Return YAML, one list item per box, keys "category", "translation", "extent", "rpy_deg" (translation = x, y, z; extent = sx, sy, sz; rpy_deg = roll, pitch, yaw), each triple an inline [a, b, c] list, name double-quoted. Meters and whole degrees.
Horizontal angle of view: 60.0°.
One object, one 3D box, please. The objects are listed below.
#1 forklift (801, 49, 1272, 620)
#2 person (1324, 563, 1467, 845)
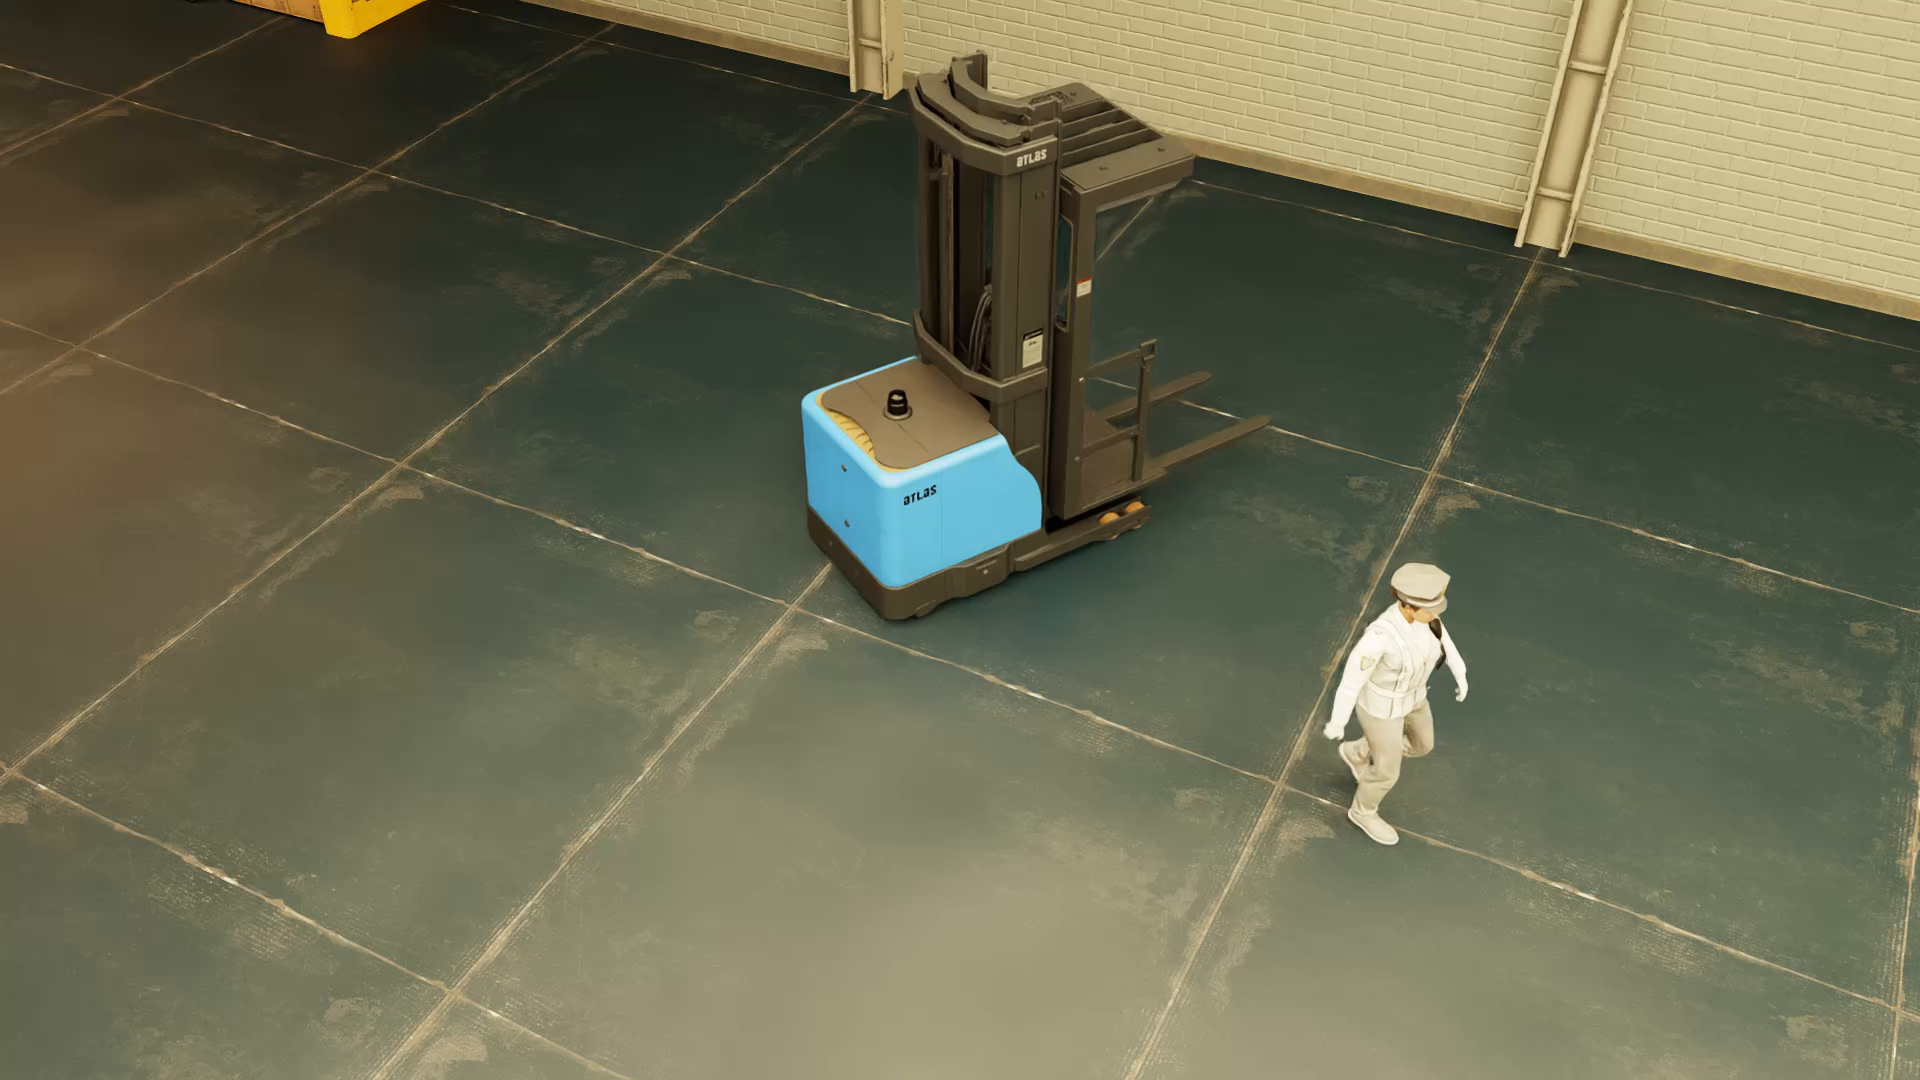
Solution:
- category: "forklift"
  translation: [0.586, -1.389, 9.635]
  extent: [3.031, 2.935, 1.130]
  rpy_deg: [-22, 45, -24]
- category: "person"
  translation: [2.090, 0.777, 8.066]
  extent: [0.491, 1.649, 0.694]
  rpy_deg: [31, 49, 32]
